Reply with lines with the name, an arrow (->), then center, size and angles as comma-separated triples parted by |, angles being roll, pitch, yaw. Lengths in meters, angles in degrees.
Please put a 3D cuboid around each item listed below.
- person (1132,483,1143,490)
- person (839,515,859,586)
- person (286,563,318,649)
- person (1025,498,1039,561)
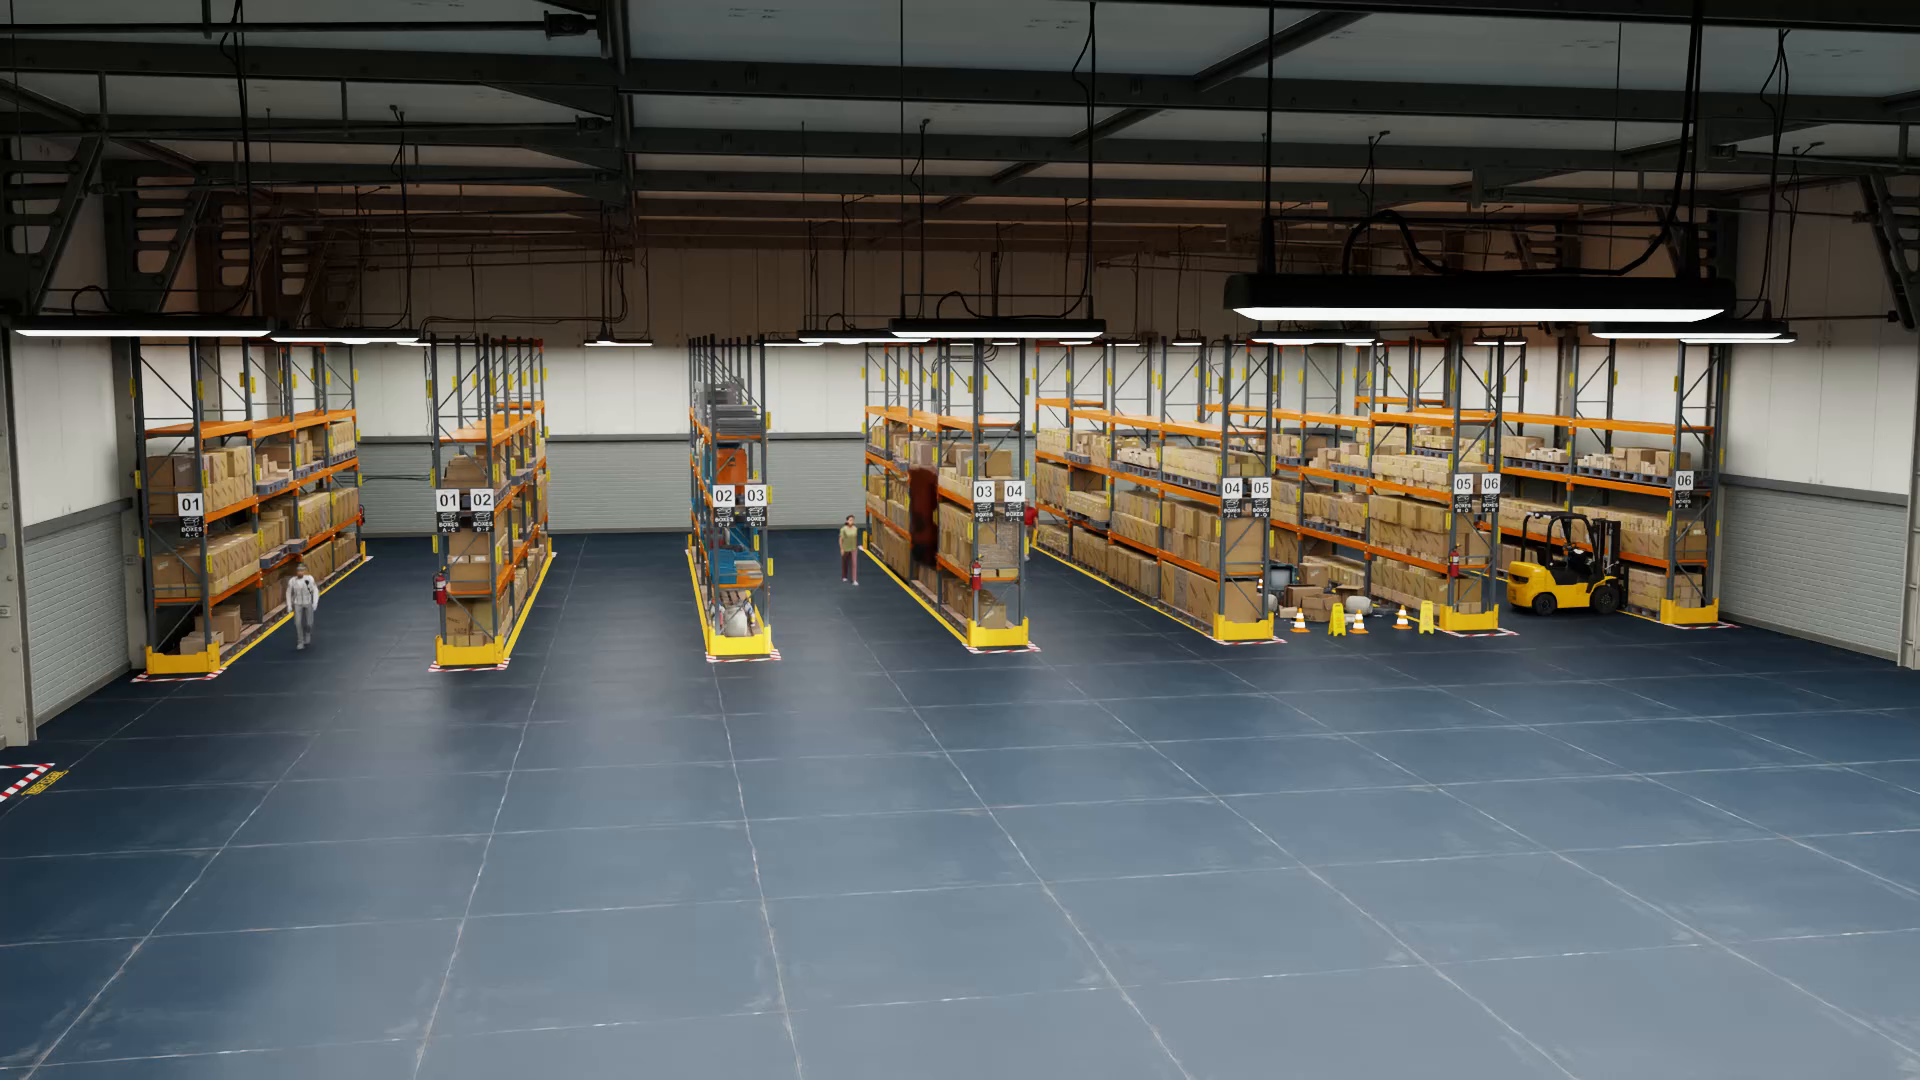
person -> 5.755, -1.156, 53.073 | 1.052, 1.614, 0.528 | 3, 7, 24
person -> -2.566, 0.348, 38.342 | 0.451, 1.369, 1.046 | -2, 7, -13
person -> -12.665, 1.248, 32.037 | 0.583, 1.659, 0.529 | -2, 7, -17
person -> 1.839, -0.311, 45.281 | 0.558, 1.664, 1.078 | -1, 7, -12
